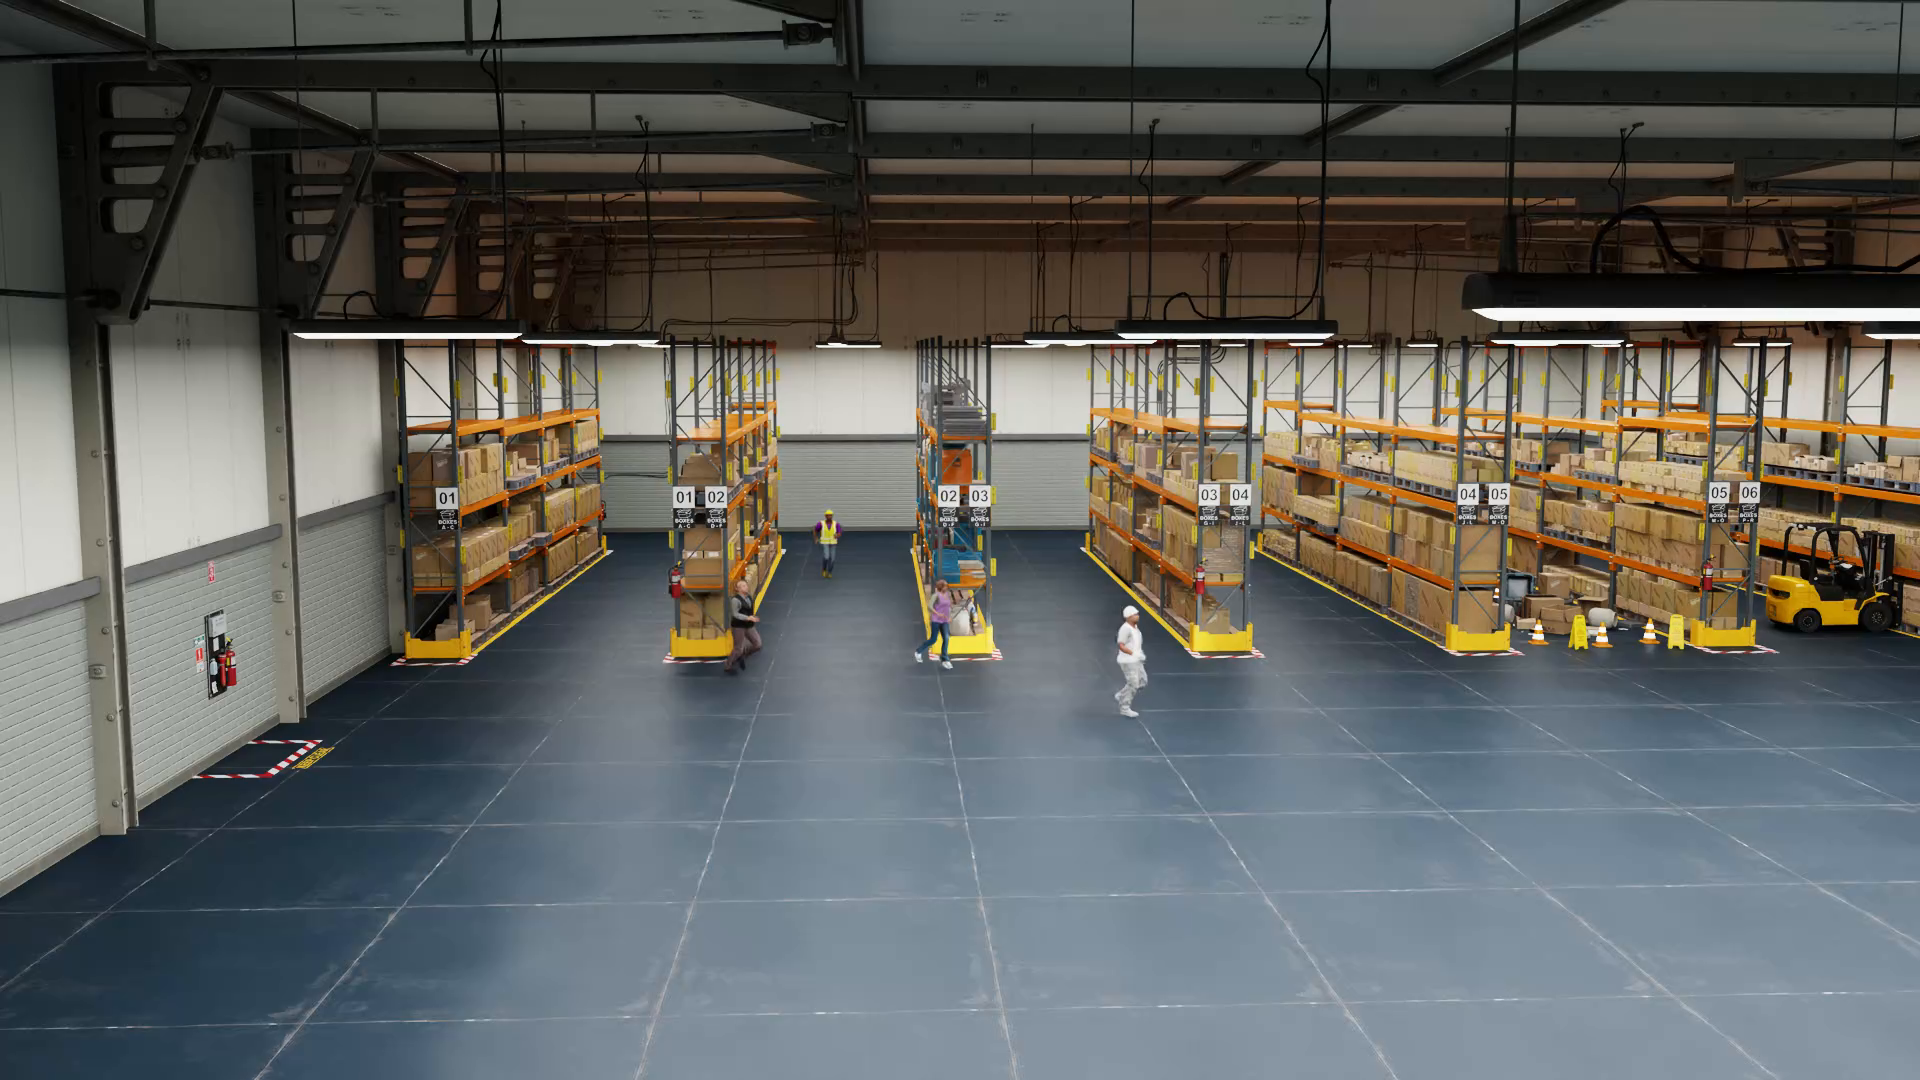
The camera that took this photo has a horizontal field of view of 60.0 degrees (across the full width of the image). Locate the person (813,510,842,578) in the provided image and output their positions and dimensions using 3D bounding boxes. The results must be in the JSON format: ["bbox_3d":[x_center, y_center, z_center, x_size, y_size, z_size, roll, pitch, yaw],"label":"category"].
[{"bbox_3d":[-3.289,0.109,41.714,0.682,1.724,0.644,-2,7,-15],"label":"person"}]

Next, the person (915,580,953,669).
[{"bbox_3d":[-0.355,1.503,30.257,0.872,1.569,0.603,6,9,42],"label":"person"}]

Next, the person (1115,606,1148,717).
[{"bbox_3d":[2.673,1.900,26.045,0.581,1.743,0.686,3,7,22],"label":"person"}]

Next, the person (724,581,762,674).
[{"bbox_3d":[-3.814,1.545,29.424,0.761,1.680,0.681,4,8,31],"label":"person"}]
